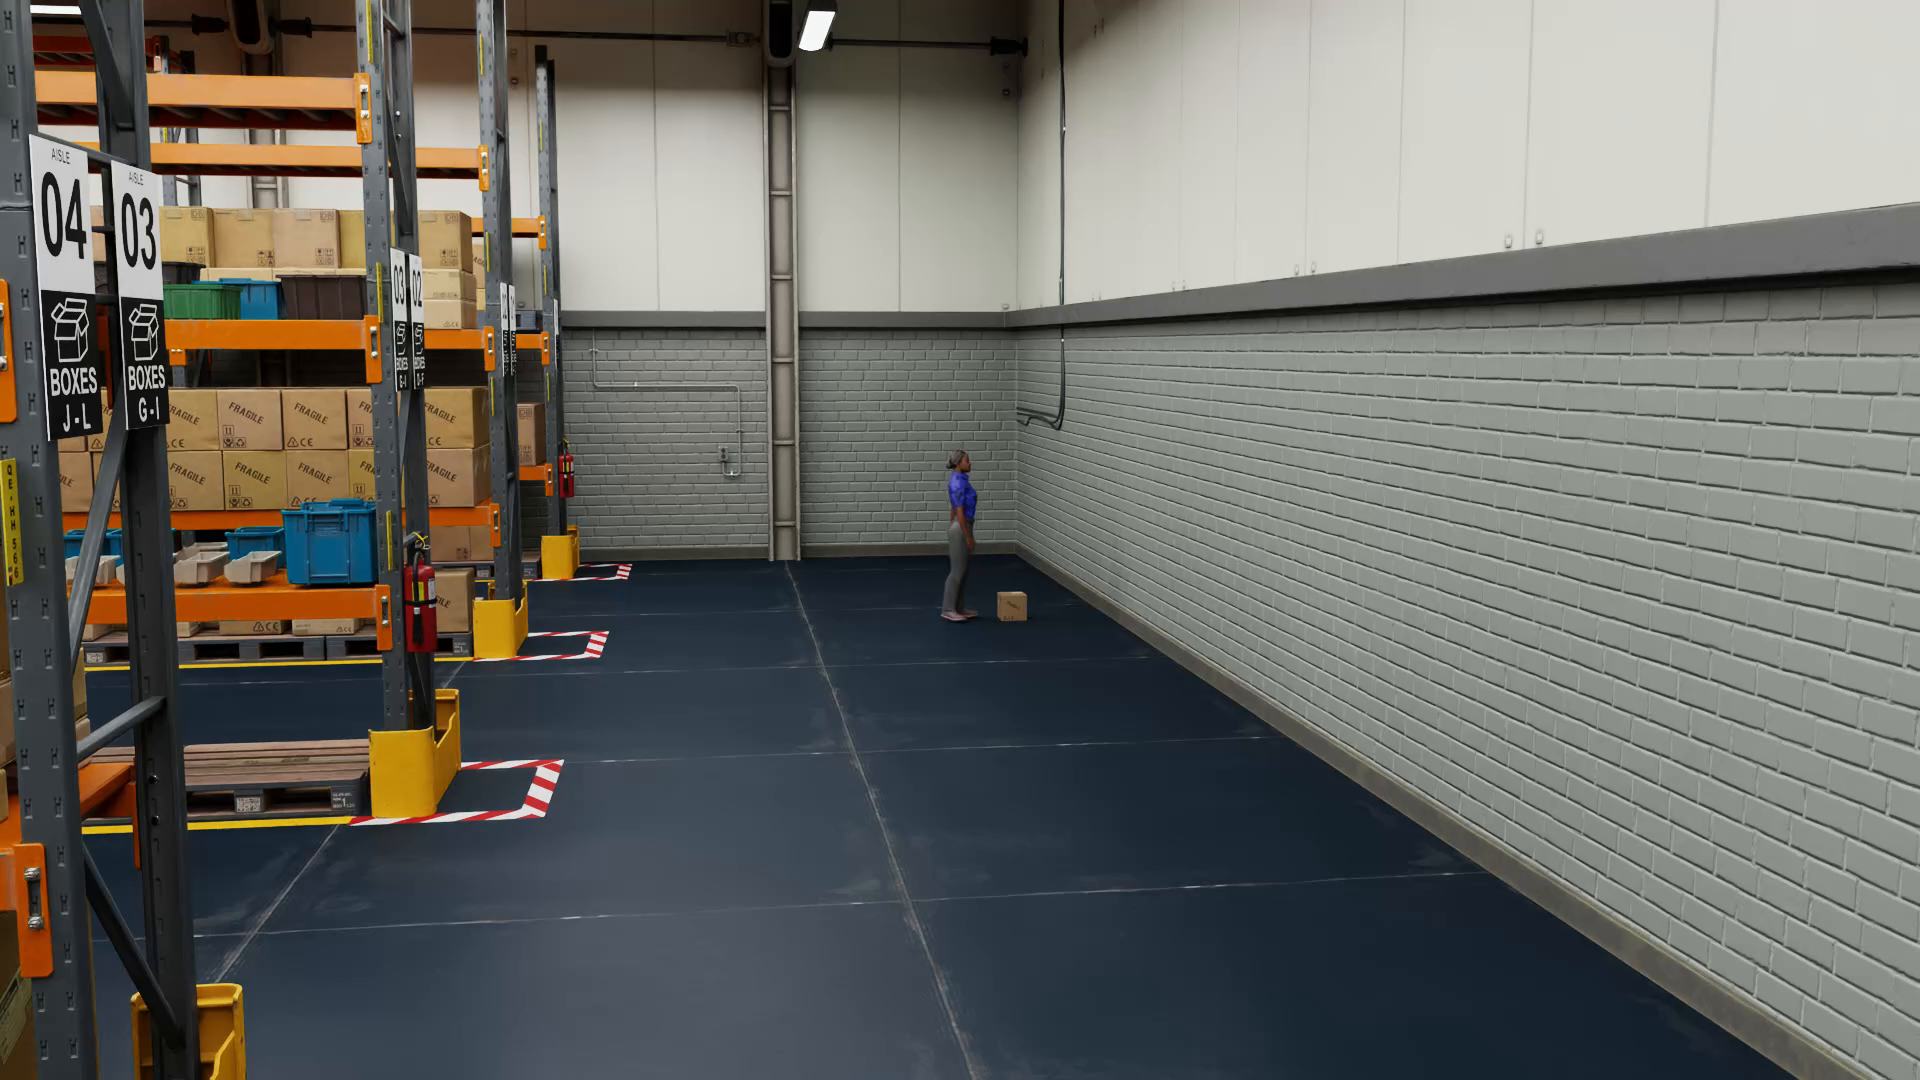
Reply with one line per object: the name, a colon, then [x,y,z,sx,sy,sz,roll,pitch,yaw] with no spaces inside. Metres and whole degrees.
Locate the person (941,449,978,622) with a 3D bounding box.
person: [-0.002,-0.053,16.178,0.374,1.658,0.479,0,7,-1]
